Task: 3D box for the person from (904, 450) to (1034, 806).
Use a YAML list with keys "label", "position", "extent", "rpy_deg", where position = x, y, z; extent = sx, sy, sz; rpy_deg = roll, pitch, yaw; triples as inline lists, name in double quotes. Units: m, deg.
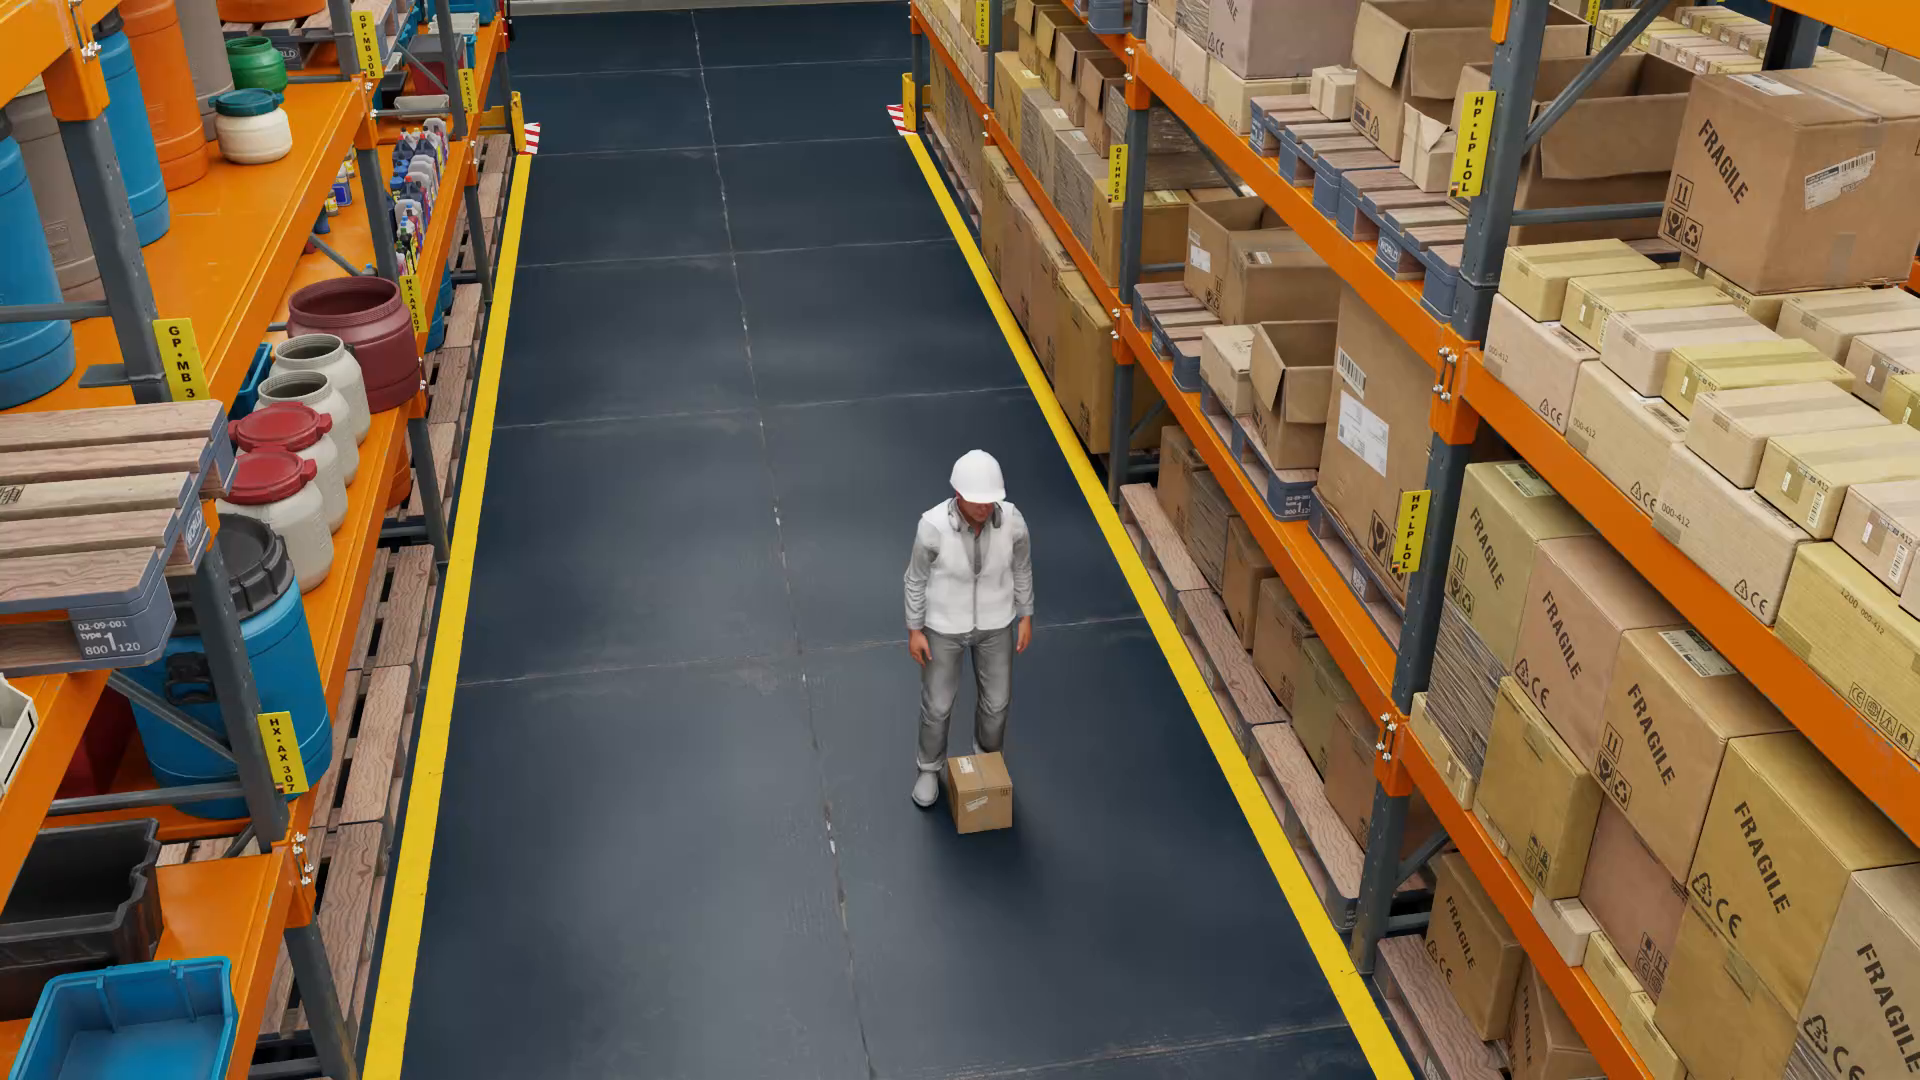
- label: "person"
  position: [0.044, 0.376, 7.472]
  extent: [0.590, 1.772, 0.459]
  rpy_deg: [-6, 31, -11]
